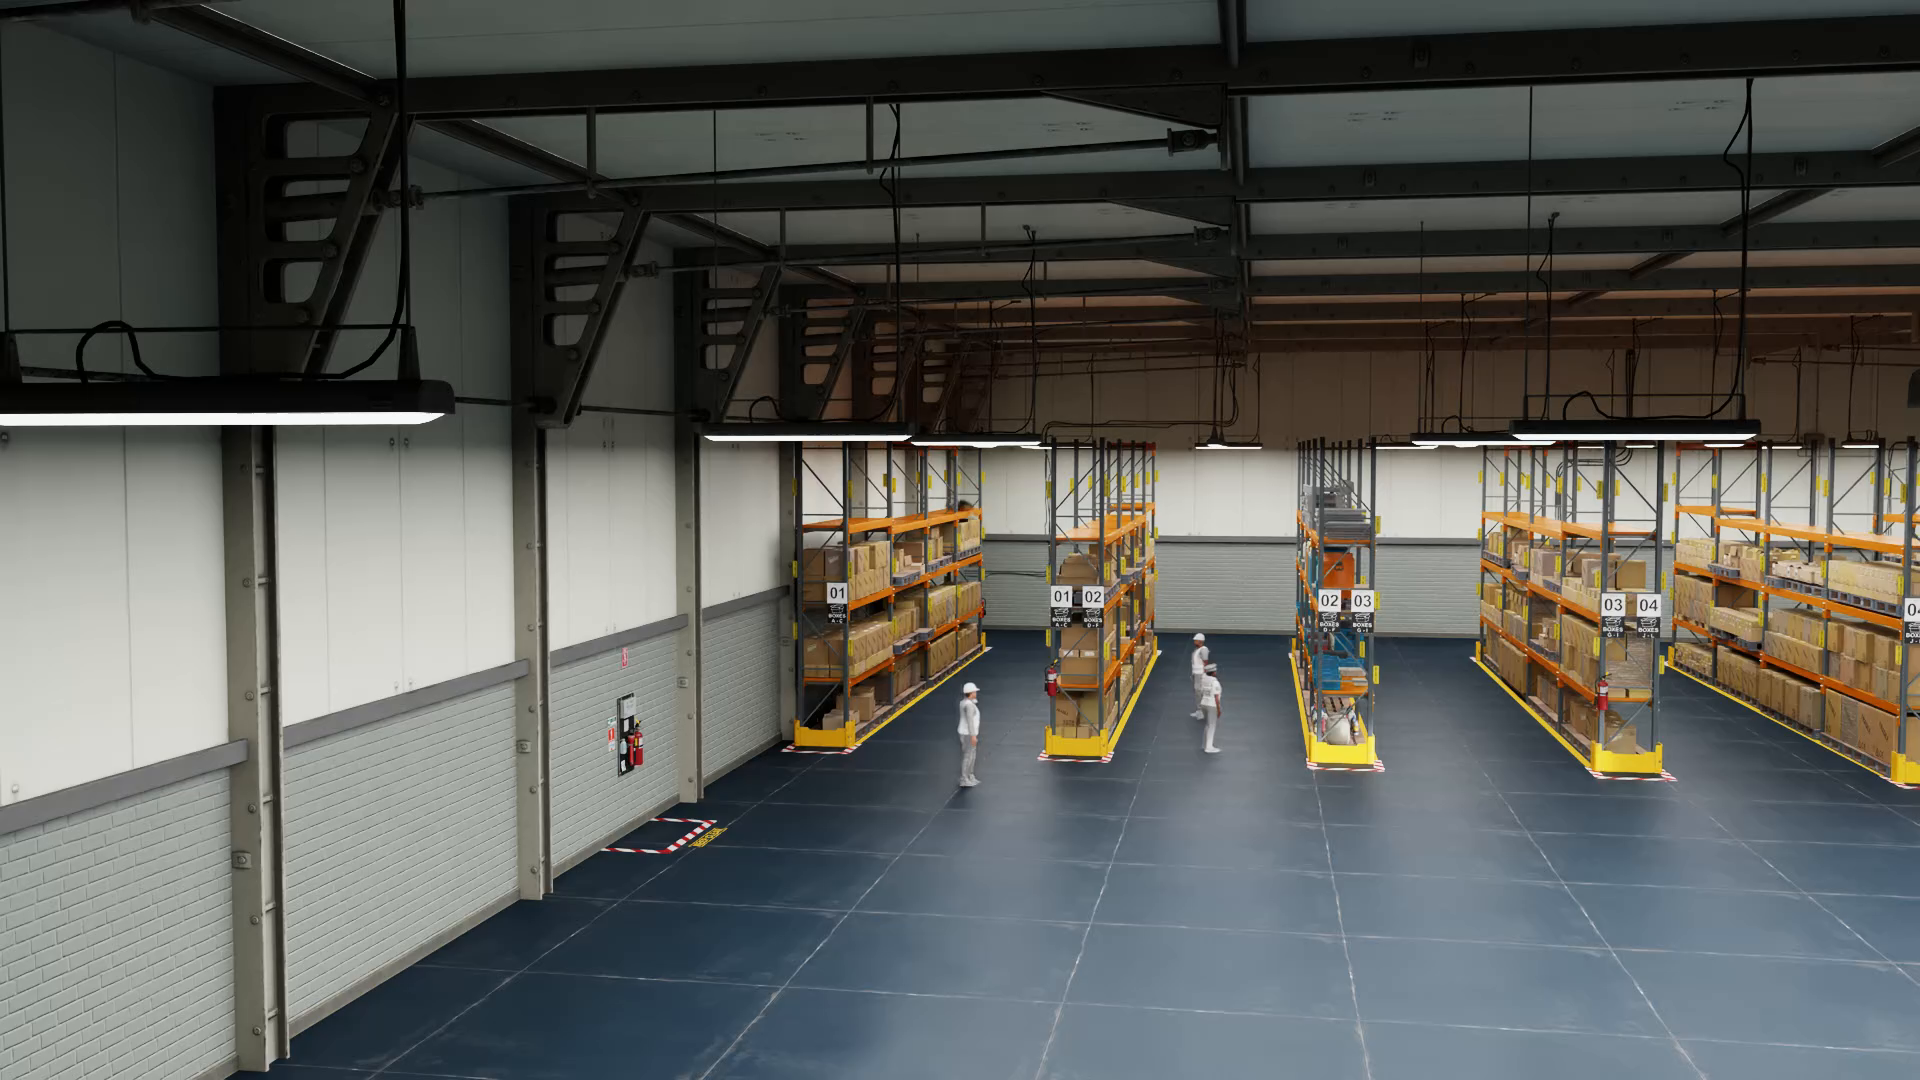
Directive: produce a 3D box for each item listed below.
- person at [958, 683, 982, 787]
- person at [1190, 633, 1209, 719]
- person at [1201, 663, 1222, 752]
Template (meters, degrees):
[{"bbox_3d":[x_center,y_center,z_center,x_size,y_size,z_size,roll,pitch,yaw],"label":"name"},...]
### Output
[{"bbox_3d":[0.187,3.346,28.475,0.442,1.801,0.617,0,3,-6],"label":"person"},{"bbox_3d":[5.165,2.936,35.930,0.390,1.824,0.636,0,3,-5],"label":"person"},{"bbox_3d":[4.842,3.215,31.781,0.443,1.710,0.510,-1,3,-24],"label":"person"}]
